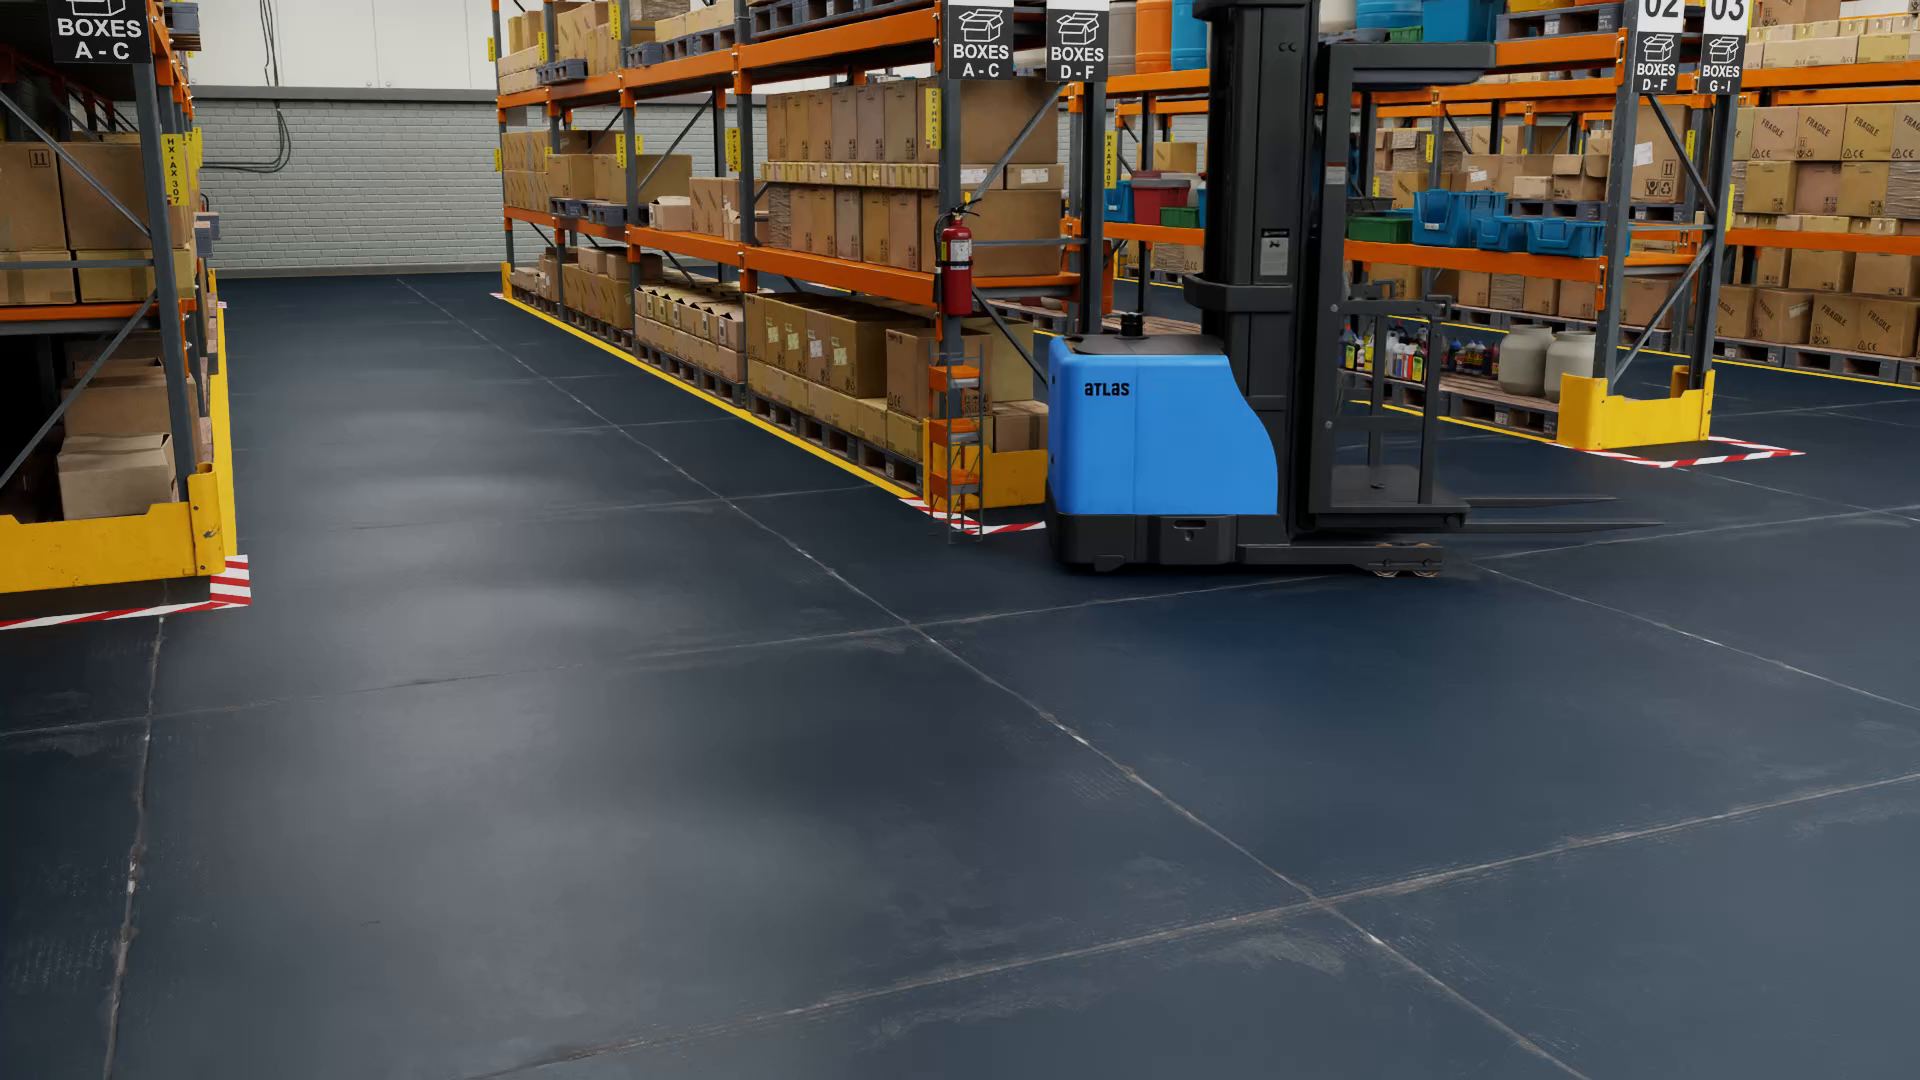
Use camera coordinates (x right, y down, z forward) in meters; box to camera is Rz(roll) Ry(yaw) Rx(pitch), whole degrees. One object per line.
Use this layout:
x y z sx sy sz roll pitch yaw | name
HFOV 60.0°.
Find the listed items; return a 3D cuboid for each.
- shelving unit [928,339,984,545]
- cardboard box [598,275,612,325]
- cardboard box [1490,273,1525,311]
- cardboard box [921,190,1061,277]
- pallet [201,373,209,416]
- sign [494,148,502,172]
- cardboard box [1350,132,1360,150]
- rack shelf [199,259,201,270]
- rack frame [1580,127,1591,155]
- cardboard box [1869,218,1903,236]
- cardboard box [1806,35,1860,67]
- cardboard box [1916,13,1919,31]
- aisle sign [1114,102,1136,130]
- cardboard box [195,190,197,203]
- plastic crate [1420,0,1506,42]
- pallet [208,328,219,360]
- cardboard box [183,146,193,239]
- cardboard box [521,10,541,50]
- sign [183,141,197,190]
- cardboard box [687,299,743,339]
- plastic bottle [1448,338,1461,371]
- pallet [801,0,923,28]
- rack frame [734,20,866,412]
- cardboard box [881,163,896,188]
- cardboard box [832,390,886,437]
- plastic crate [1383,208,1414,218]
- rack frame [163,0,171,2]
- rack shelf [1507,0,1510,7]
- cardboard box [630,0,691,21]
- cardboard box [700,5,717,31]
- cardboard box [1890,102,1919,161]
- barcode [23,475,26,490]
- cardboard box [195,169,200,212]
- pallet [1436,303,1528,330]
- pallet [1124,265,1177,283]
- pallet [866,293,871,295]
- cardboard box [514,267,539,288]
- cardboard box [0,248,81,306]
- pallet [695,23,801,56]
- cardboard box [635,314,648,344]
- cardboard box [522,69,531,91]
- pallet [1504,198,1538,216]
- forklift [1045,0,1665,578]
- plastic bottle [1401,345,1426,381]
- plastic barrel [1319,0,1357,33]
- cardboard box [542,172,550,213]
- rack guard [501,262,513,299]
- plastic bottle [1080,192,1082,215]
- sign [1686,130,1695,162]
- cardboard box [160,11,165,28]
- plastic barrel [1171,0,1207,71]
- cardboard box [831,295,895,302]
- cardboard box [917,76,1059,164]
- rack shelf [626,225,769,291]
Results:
-0.021 -0.523 8.799 0.215 1.050 0.252 -6 14 -23 | shelving unit
-3.642 -2.639 18.190 0.500 0.500 0.500 -6 14 -25 | cardboard box
6.754 -3.004 19.767 0.700 0.500 0.500 -7 15 -28 | cardboard box
0.184 -1.857 10.021 0.700 0.500 0.500 -6 14 -23 | cardboard box
-6.586 -1.144 13.344 1.003 0.211 1.213 -6 14 -23 | pallet
-6.547 -5.389 23.584 0.100 0.325 0.005 -6 14 -23 | sign
5.422 -5.221 22.328 0.797 0.503 0.637 -5 14 -21 | cardboard box
-8.184 -2.978 16.682 1.077 0.370 4.000 -6 14 -23 | rack shelf
12.109 -6.806 31.624 1.000 3.000 0.127 -6 14 -23 | rack frame
8.437 -2.823 14.974 0.380 0.149 0.250 -6 14 -23 | cardboard box
8.187 -4.491 15.303 0.500 0.250 0.500 -6 14 -25 | cardboard box
8.526 -4.486 14.398 0.380 0.149 0.250 -6 15 -26 | cardboard box
2.725 -7.165 27.410 0.394 0.787 0.004 -6 14 -23 | aisle sign
-7.957 -3.561 16.678 0.500 0.500 0.500 -5 14 -21 | cardboard box
3.860 -3.978 12.789 0.392 0.384 0.575 -6 14 -23 | plastic crate
-8.114 -1.979 16.951 1.003 0.211 1.213 -6 14 -23 | pallet
-4.484 -1.901 9.057 0.500 0.500 0.500 -6 14 -25 | cardboard box
-5.293 -6.593 21.612 0.700 0.500 0.500 -6 14 -23 | cardboard box
-5.286 -2.562 11.366 0.100 0.325 0.005 -6 14 -23 | sign
-2.080 -1.944 14.539 0.500 0.311 0.500 -6 14 -23 | cardboard box
4.200 -1.579 14.115 0.097 0.271 0.097 0 13 0 | plastic bottle
-0.393 -3.530 11.015 1.003 0.211 1.213 -6 14 -23 | pallet
-1.243 -2.538 13.181 1.000 3.000 0.127 -6 14 -23 | rack frame
-0.276 -2.297 10.480 0.380 0.149 0.250 -5 14 -22 | cardboard box
-0.539 -0.866 11.124 0.500 0.250 0.500 -6 14 -23 | cardboard box
3.989 -2.708 14.246 0.499 0.251 0.616 -6 14 -23 | plastic crate
-7.383 -5.838 14.139 1.000 3.000 0.127 -6 14 -23 | rack frame
7.034 -6.222 18.279 1.077 0.370 4.000 -6 14 -23 | rack shelf
-3.014 -5.452 16.682 0.500 0.500 0.500 -6 14 -23 | cardboard box
-1.953 -4.531 14.543 0.500 0.250 0.500 -7 15 -28 | cardboard box
8.587 -3.584 14.602 0.500 0.500 0.500 -6 14 -23 | cardboard box
-4.747 -0.290 8.440 0.001 0.075 0.075 -6 14 -23 | barcode
-9.187 -4.002 18.843 0.980 0.700 0.700 -5 14 -22 | cardboard box
6.545 -2.738 20.231 1.003 0.211 1.213 -6 14 -23 | pallet
3.420 -4.394 27.387 1.003 0.211 1.213 -6 14 -23 | pallet
-0.730 -3.679 24.299 1.003 0.211 1.213 -6 14 -23 | pallet
-5.892 -3.650 23.111 0.500 0.250 0.500 -6 14 -23 | cardboard box
-4.543 -1.279 8.031 0.500 0.250 0.500 -5 14 -22 | cardboard box
-1.608 -4.087 13.647 0.805 0.209 1.217 -6 14 -25 | pallet
-2.905 -2.094 16.433 0.500 0.250 0.500 -6 14 -23 | cardboard box
-5.285 -5.862 21.225 0.500 0.250 0.500 -6 14 -23 | cardboard box
6.616 -4.027 20.042 1.213 0.211 1.003 -6 14 -23 | pallet
1.977 -1.365 8.267 3.031 2.935 1.130 0 13 -1 | forklift
3.686 -1.440 13.502 0.152 0.276 0.135 -6 14 -23 | plastic bottle
3.290 -4.598 14.252 0.421 0.512 0.421 0 13 0 | plastic barrel
-4.883 -4.319 20.658 0.500 0.500 0.500 -5 14 -22 | cardboard box
-6.019 -3.783 24.107 1.175 0.500 0.348 -6 14 -23 | rack guard
1.465 -4.064 20.061 0.097 0.271 0.097 0 13 0 | plastic bottle
7.328 -3.945 16.694 0.100 0.325 0.005 -6 14 -23 | sign
-5.351 -3.527 10.537 0.500 0.500 0.500 -5 14 -21 | cardboard box
2.371 -5.045 16.253 0.600 0.901 0.708 -6 14 -23 | plastic barrel
-0.667 -1.587 12.580 0.500 0.500 0.500 -6 14 -23 | cardboard box
0.163 -2.500 9.922 0.700 0.500 0.500 -6 14 -23 | cardboard box
-2.044 -2.600 15.048 1.077 0.370 4.000 -6 14 -23 | rack shelf
